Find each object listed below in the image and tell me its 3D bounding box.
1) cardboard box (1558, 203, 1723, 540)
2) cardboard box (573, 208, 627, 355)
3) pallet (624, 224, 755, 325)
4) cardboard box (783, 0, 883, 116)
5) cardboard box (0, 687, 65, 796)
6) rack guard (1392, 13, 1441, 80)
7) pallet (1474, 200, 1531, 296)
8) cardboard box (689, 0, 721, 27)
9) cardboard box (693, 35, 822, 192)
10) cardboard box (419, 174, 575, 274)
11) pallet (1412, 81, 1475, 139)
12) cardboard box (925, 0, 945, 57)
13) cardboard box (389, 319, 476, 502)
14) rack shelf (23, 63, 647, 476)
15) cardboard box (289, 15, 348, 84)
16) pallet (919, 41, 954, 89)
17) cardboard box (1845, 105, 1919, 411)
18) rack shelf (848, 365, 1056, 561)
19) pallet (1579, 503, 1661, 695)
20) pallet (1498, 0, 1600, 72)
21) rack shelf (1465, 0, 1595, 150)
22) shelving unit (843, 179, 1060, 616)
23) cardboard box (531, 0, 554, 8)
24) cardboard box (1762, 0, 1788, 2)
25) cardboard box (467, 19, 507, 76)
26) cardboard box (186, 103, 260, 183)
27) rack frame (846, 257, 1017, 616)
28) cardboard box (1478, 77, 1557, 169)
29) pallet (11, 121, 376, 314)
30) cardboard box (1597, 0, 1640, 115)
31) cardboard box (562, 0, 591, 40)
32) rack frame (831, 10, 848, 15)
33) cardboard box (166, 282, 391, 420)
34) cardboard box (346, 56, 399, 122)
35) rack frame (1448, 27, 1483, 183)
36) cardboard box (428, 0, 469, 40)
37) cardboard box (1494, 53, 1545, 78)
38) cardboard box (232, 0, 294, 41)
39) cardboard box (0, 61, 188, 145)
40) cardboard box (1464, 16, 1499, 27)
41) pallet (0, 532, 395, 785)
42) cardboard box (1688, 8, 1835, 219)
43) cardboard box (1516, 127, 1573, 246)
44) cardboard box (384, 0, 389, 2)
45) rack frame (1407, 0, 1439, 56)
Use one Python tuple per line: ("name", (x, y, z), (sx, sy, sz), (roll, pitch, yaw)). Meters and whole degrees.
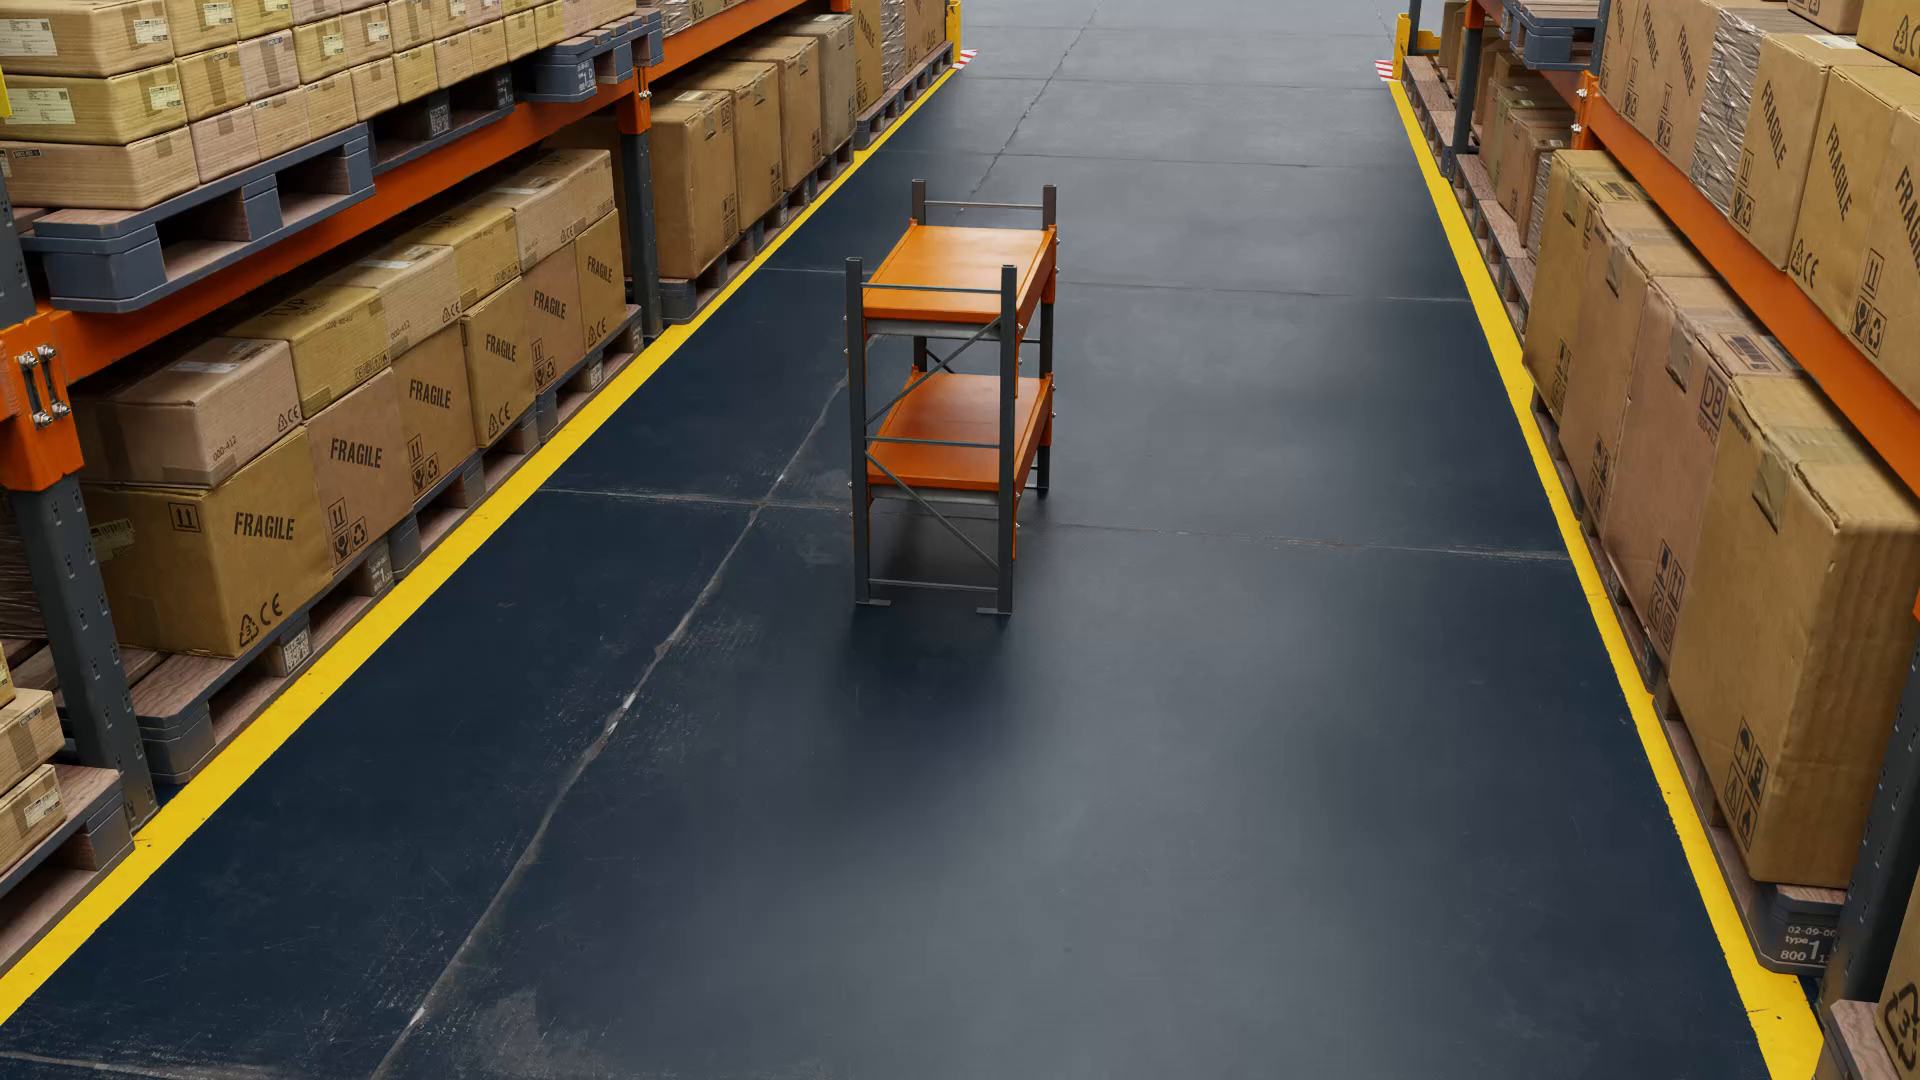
("cardboard box", (2.691, -0.527, 5.348), (1.225, 0.875, 0.875), (4, 25, 9))
("cardboard box", (-1.749, -1.109, 7.034), (0.500, 0.500, 0.500), (4, 25, 8))
("pallet", (-1.696, -1.406, 8.505), (1.003, 0.211, 1.213), (4, 25, 9))
("cardboard box", (-1.074, -3.503, 11.707), (0.875, 0.875, 0.875), (4, 25, 9))
("cardboard box", (-2.291, 0.449, 3.770), (0.380, 0.149, 0.250), (5, 25, 10))
("rack guard", (4.272, -4.140, 14.006), (1.175, 0.500, 0.348), (4, 25, 9))
("pallet", (3.308, -1.531, 8.772), (1.003, 0.211, 1.213), (4, 25, 9))
("cardboard box", (-1.480, -2.772, 8.015), (0.500, 0.500, 0.500), (4, 25, 8))
("cardboard box", (-1.420, -2.520, 9.753), (1.050, 0.750, 0.750), (4, 25, 9))
("cardboard box", (-1.824, -1.226, 6.399), (0.500, 0.250, 0.500), (4, 25, 9))
("pallet", (3.903, -3.164, 12.260), (1.003, 0.211, 1.213), (4, 25, 9))
("cardboard box", (-0.638, -4.630, 14.114), (0.875, 0.875, 0.875), (4, 25, 9))
("cardboard box", (-2.014, -0.462, 5.651), (0.500, 0.500, 0.500), (4, 25, 9))
("rack shelf", (-2.226, -1.182, 5.586), (1.077, 0.370, 4.000), (4, 25, 9))
("cardboard box", (-1.911, -1.341, 4.526), (0.380, 0.149, 0.250), (3, 25, 6))
("pallet", (-0.646, -4.087, 14.234), (1.003, 0.211, 1.213), (4, 25, 9))
("cardboard box", (2.130, -0.545, 3.259), (0.500, 0.500, 0.500), (4, 25, 9))
("rack shelf", (-0.001, -0.285, 5.609), (0.538, 0.278, 1.000), (4, 25, 9))
("pallet", (2.572, 0.138, 5.207), (1.003, 0.211, 1.213), (4, 25, 9))
("pallet", (2.989, -2.177, 7.089), (1.213, 0.211, 1.003), (4, 25, 9))
("rack shelf", (3.304, -2.469, 8.335), (1.077, 0.370, 4.000), (4, 25, 9))
("shelving unit", (-0.001, -0.507, 5.506), (0.538, 1.125, 1.048), (4, 25, 9))
("cardboard box", (-1.655, -1.991, 5.915), (0.380, 0.149, 0.250), (4, 25, 9))
("cardboard box", (2.732, -1.881, 4.929), (0.797, 0.503, 0.637), (5, 25, 10))
("cardboard box", (-1.742, -1.647, 5.530), (0.380, 0.149, 0.250), (5, 26, 10))
("cardboard box", (-1.996, -0.997, 4.143), (0.380, 0.149, 0.250), (4, 25, 9))
("rack frame", (-0.084, -0.294, 5.051), (0.500, 1.125, 0.032), (4, 25, 9))
("cardboard box", (3.509, -2.443, 9.861), (0.700, 0.500, 0.500), (2, 25, 4))
("pallet", (-2.285, -0.894, 4.348), (1.003, 0.211, 1.213), (4, 25, 9))
("cardboard box", (2.629, -1.819, 5.981), (0.500, 0.500, 0.500), (5, 26, 10))
("cardboard box", (-1.611, -1.971, 6.224), (0.380, 0.149, 0.250), (4, 25, 9))
("rack frame", (-1.246, -4.017, 10.794), (1.000, 3.000, 0.127), (4, 25, 9))
("cardboard box", (-2.087, -0.583, 5.025), (0.500, 0.250, 0.500), (5, 25, 10))
("cardboard box", (-1.868, -1.313, 4.817), (0.380, 0.149, 0.250), (3, 25, 6))
("rack frame", (3.631, -3.631, 9.970), (1.000, 3.000, 0.127), (4, 25, 9))
("cardboard box", (-1.782, -1.670, 5.229), (0.380, 0.149, 0.250), (4, 25, 7))
("cardboard box", (3.736, -2.854, 10.762), (0.500, 0.500, 0.500), (3, 25, 7))
("cardboard box", (-1.951, -1.374, 4.247), (0.380, 0.149, 0.250), (4, 25, 9))
("cardboard box", (-2.035, -1.015, 3.831), (0.380, 0.149, 0.250), (4, 25, 9))
("cardboard box", (3.981, -3.590, 12.334), (0.500, 0.500, 0.500), (6, 26, 13))
("pallet", (-2.428, 0.266, 4.933), (1.003, 0.211, 1.213), (4, 25, 9))
("cardboard box", (2.383, -1.180, 4.615), (0.500, 0.500, 0.500), (4, 25, 9))
("cardboard box", (3.231, -1.778, 8.439), (0.700, 0.500, 0.500), (6, 26, 13))
("cardboard box", (-1.825, -1.691, 4.924), (0.380, 0.149, 0.250), (5, 26, 10))
("rack frame", (4.285, -5.304, 13.544), (1.000, 3.000, 0.127), (4, 25, 9))
